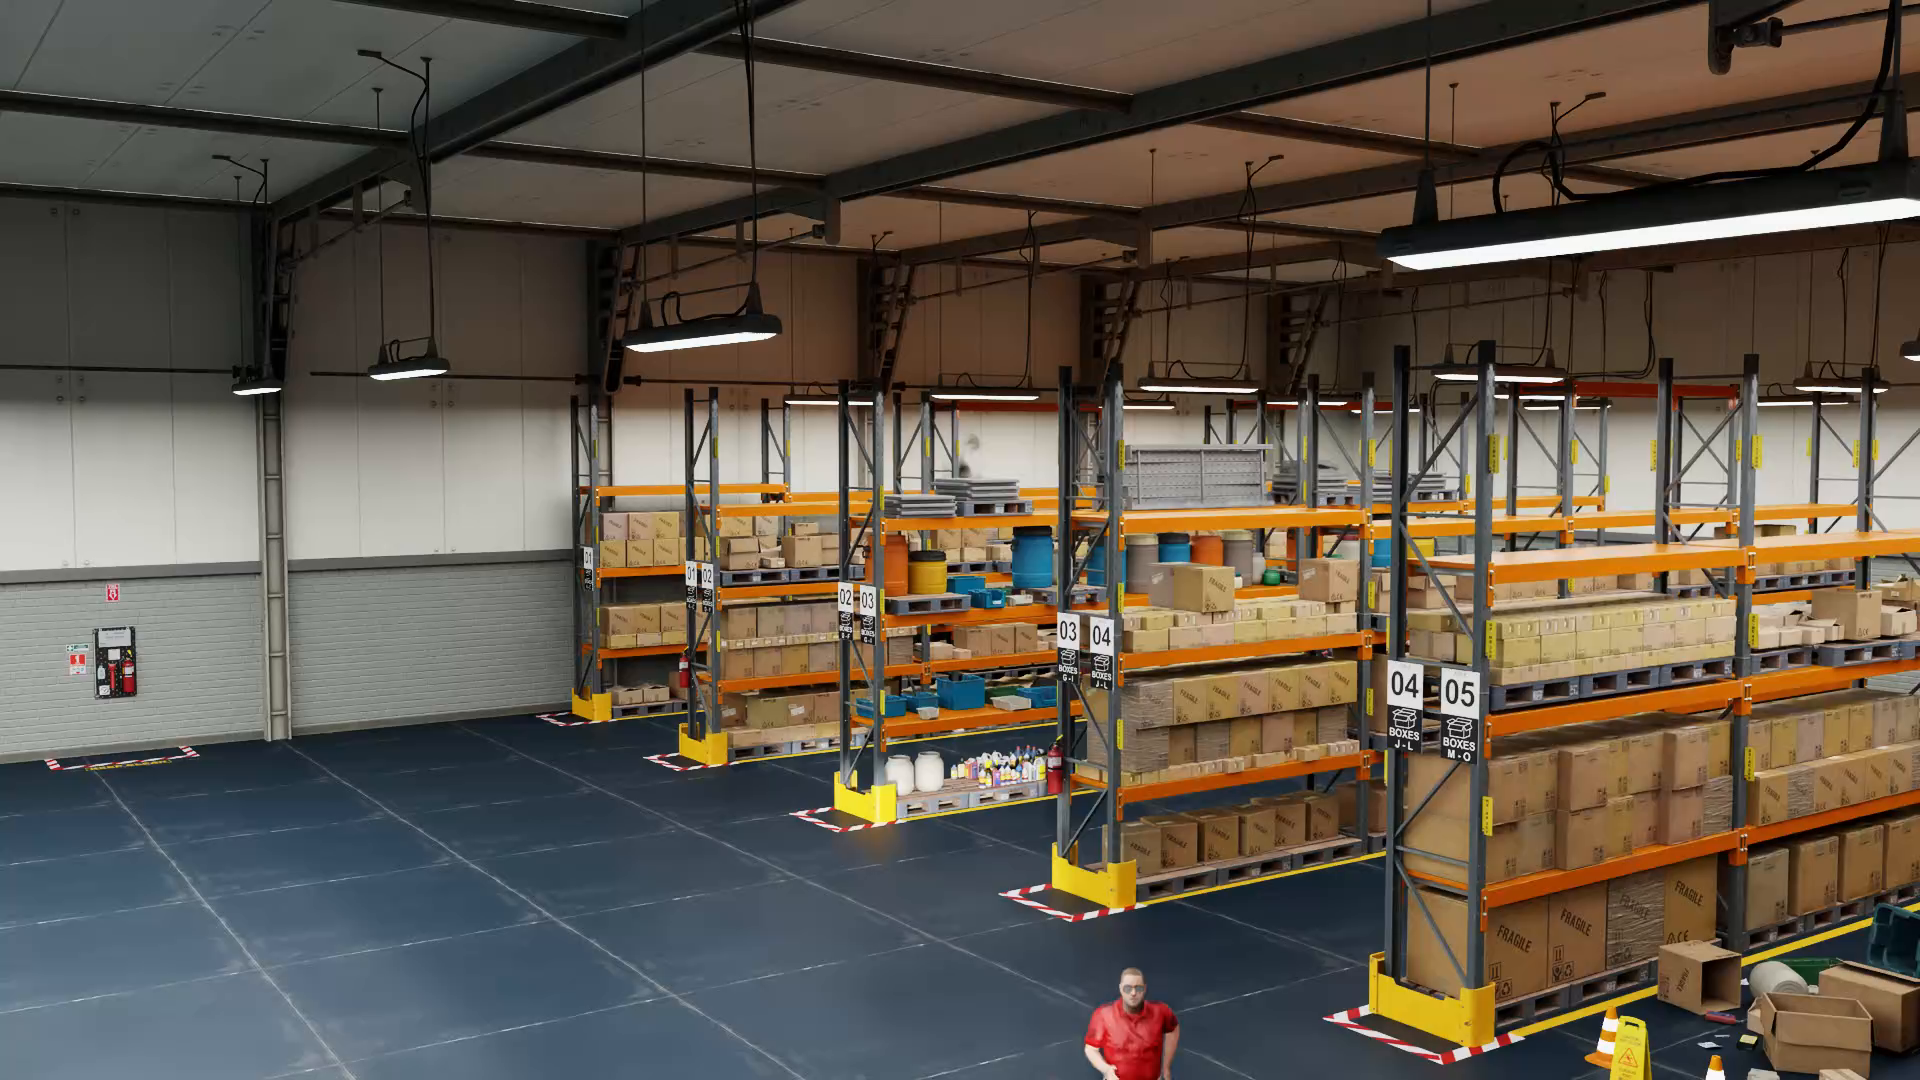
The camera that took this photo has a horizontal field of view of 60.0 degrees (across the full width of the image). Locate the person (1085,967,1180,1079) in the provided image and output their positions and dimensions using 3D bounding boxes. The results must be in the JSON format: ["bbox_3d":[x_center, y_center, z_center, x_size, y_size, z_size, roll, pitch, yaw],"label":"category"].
[{"bbox_3d":[1.118,3.670,10.872,0.611,1.777,0.776,1,3,10],"label":"person"}]
